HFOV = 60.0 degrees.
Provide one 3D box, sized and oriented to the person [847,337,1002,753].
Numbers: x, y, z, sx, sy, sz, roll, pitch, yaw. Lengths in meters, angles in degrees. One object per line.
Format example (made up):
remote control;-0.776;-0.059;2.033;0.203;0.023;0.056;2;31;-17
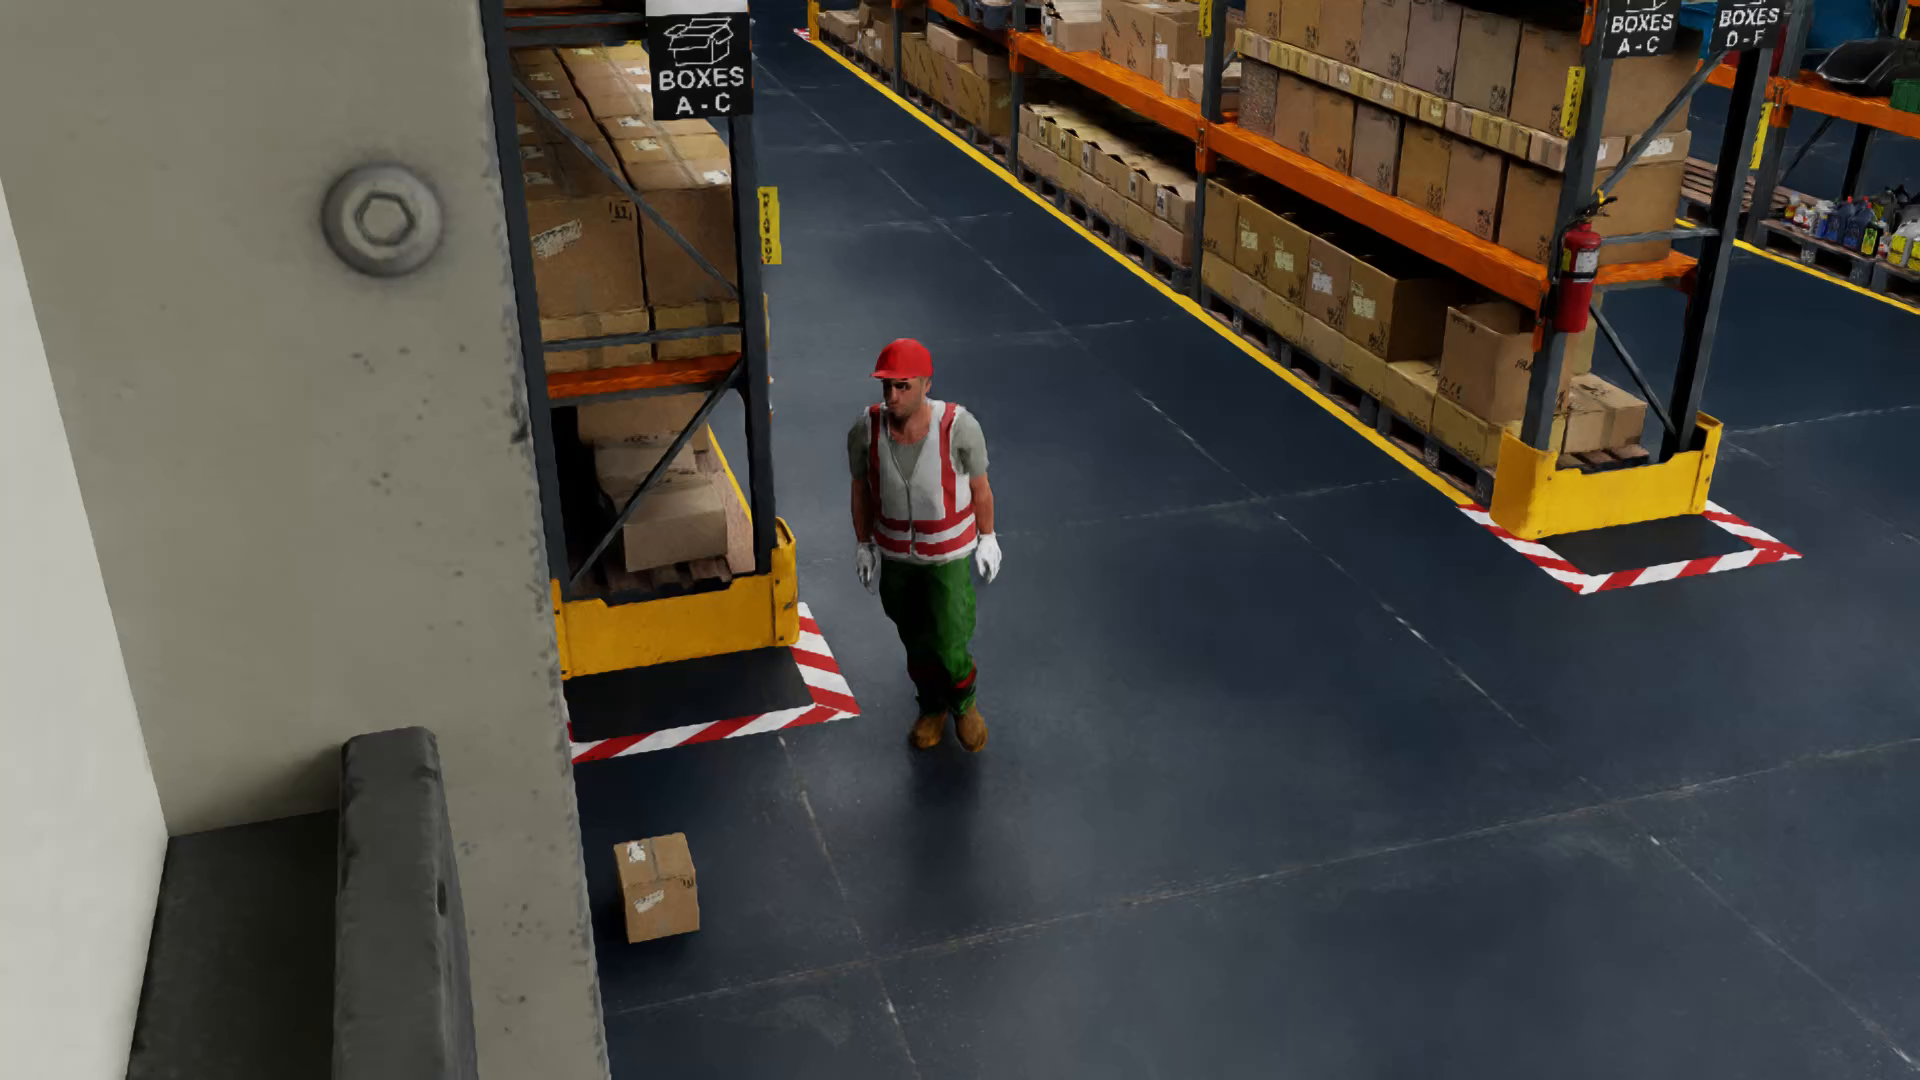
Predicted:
person;-0.143;0.044;6.455;0.573;1.774;0.489;7;27;14
